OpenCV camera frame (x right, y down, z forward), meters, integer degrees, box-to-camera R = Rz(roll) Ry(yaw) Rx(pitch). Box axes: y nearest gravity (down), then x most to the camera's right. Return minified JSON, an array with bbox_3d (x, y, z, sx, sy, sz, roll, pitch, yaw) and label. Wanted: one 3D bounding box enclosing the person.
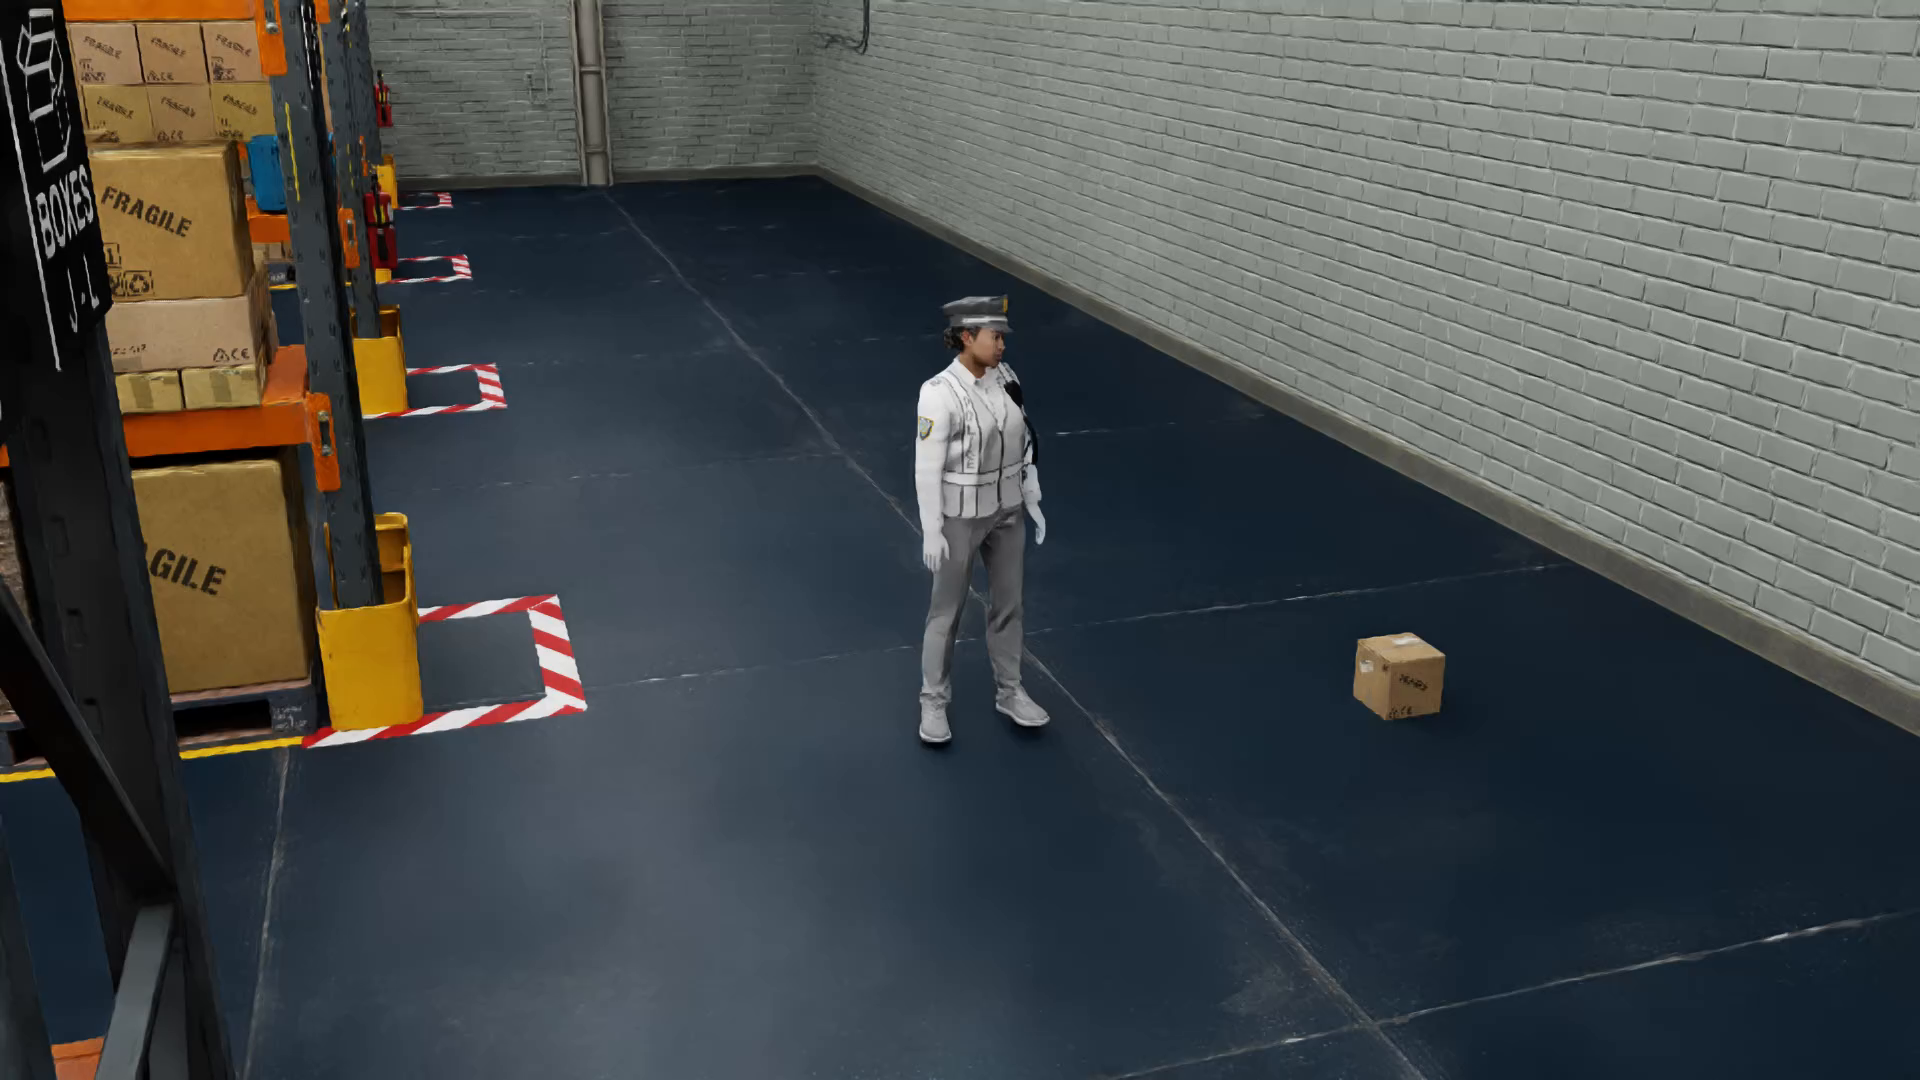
[{"bbox_3d":[0.092,-0.075,6.179,0.540,1.686,0.430,-15,24,-36],"label":"person"}]
